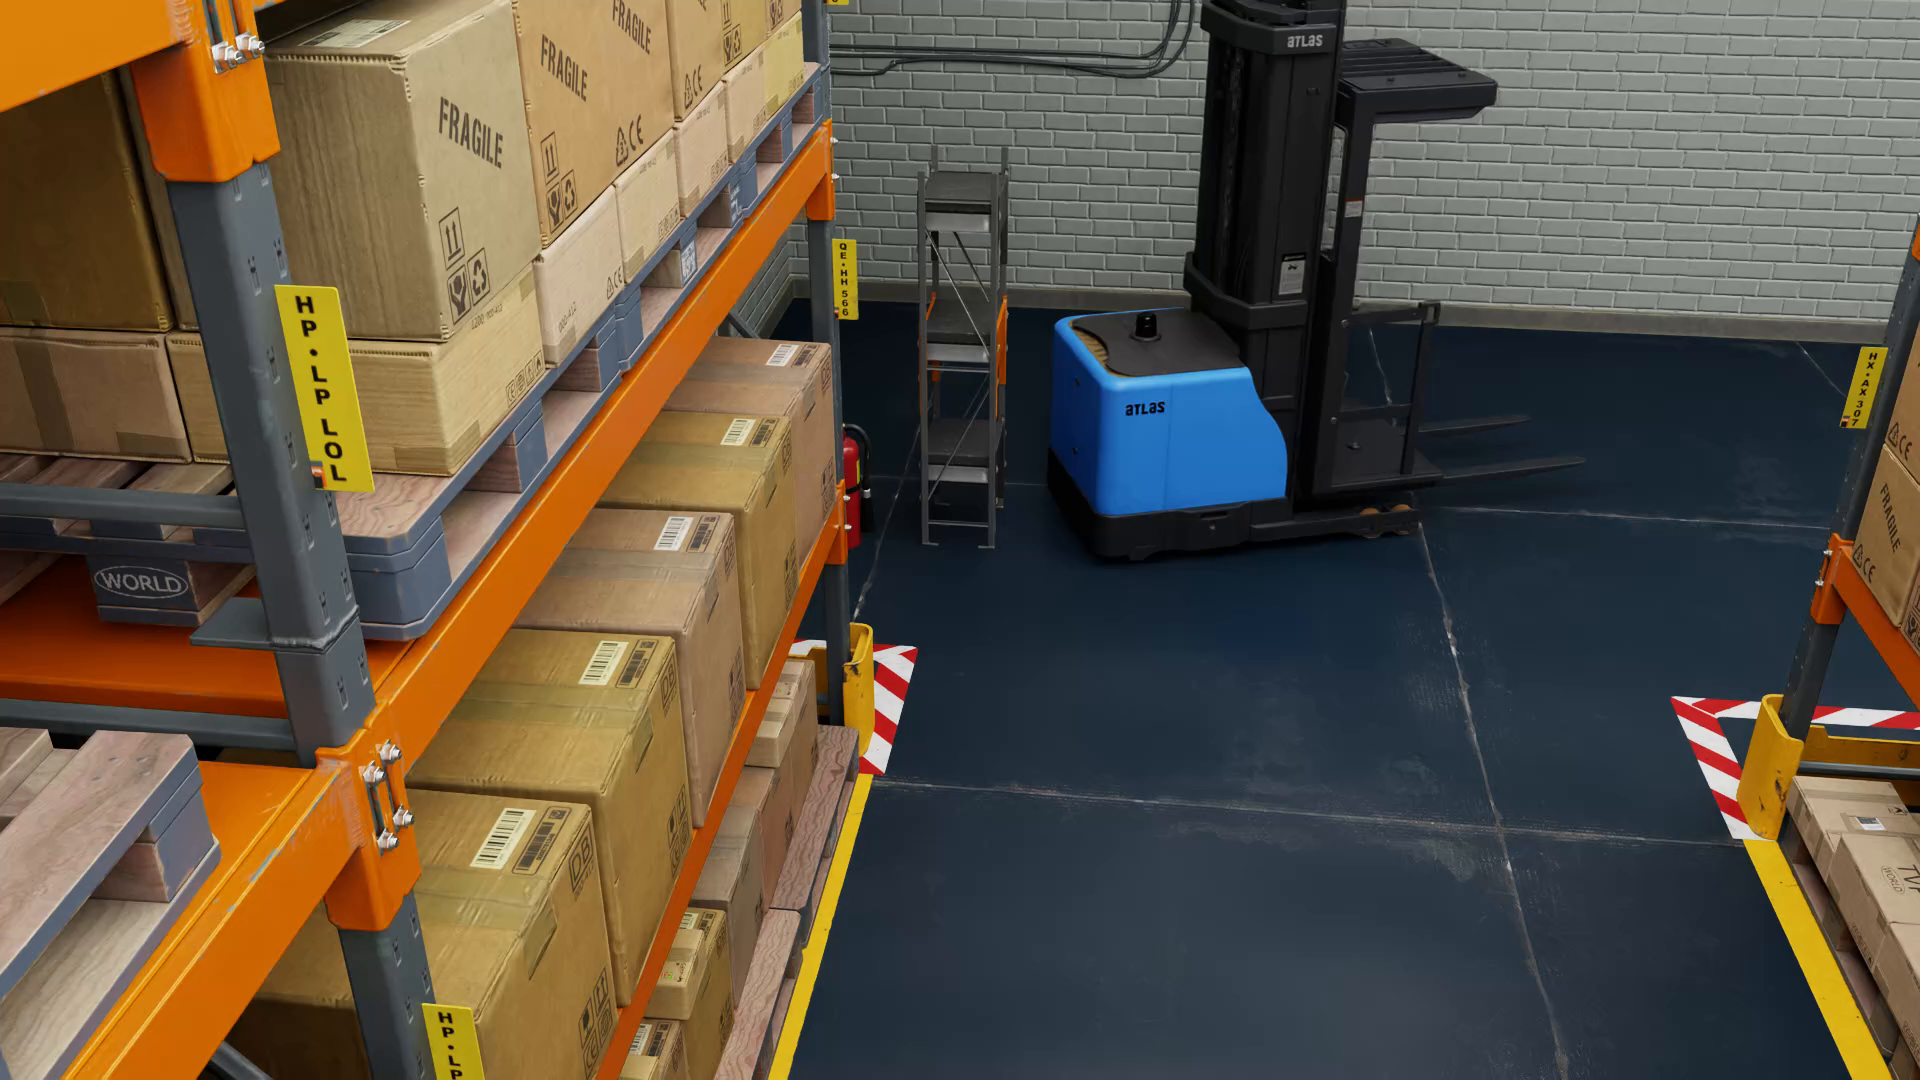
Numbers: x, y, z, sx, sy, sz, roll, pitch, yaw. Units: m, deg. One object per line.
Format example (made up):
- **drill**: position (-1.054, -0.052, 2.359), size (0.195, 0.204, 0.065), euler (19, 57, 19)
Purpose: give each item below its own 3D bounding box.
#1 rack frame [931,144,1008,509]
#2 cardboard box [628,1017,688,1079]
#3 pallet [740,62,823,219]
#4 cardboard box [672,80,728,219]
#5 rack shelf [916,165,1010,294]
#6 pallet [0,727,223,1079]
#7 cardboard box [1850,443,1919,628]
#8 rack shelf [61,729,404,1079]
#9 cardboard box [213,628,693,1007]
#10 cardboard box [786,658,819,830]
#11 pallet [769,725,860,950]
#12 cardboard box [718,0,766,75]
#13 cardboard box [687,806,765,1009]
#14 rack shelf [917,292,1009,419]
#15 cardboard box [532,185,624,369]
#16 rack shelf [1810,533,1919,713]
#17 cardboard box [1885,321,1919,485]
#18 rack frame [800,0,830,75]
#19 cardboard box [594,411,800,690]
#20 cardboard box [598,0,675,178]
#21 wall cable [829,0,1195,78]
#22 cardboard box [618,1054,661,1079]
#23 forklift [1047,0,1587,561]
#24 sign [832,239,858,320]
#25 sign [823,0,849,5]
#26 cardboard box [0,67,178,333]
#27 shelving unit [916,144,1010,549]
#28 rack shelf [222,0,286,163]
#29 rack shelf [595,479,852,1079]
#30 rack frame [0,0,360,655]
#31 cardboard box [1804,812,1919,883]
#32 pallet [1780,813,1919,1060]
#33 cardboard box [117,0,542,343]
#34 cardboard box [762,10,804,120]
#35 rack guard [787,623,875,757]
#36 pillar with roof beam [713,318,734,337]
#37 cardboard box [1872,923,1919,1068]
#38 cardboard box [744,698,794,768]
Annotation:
- **rack frame**: position (0.050, -1.117, 9.110), size (0.400, 2.100, 0.015), euler (3, 28, 6)
- **cardboard box**: position (-1.221, 1.774, 4.988), size (0.700, 0.500, 0.500), euler (3, 28, 6)
- **pallet**: position (-1.069, -1.374, 5.569), size (1.003, 0.211, 1.213), euler (3, 28, 6)
- **cardboard box**: position (-0.937, -1.075, 4.531), size (0.500, 0.250, 0.500), euler (3, 28, 5)
- **rack shelf**: position (0.020, -1.607, 8.571), size (0.431, 0.518, 0.480), euler (3, 28, 6)
- **pallet**: position (-1.542, 0.639, 1.941), size (0.805, 0.209, 1.217), euler (2, 28, 4)
- **cardboard box**: position (3.612, -0.007, 5.994), size (0.500, 0.500, 0.500), euler (4, 29, 7)
- **rack shelf**: position (-1.724, 1.378, 1.125), size (1.077, 0.370, 4.000), euler (3, 28, 6)
- **cardboard box**: position (-1.301, 0.711, 4.452), size (0.980, 0.700, 0.700), euler (3, 28, 5)
- **cardboard box**: position (-0.975, 0.809, 6.779), size (0.700, 0.500, 0.500), euler (3, 28, 6)
- **pallet**: position (-1.009, 1.166, 6.863), size (1.003, 0.211, 1.213), euler (3, 28, 6)
- **cardboard box**: position (-0.880, -1.661, 4.826), size (0.500, 0.500, 0.500), euler (4, 29, 8)
- **cardboard box**: position (-1.098, 1.281, 5.903), size (0.700, 0.500, 0.500), euler (2, 28, 5)
- **rack shelf**: position (0.020, -0.990, 8.903), size (0.431, 0.518, 0.480), euler (3, 28, 6)
- **cardboard box**: position (-1.056, -0.592, 3.633), size (0.500, 0.250, 0.500), euler (3, 28, 5)
- **rack shelf**: position (3.683, 1.102, 4.800), size (1.077, 0.370, 4.000), euler (3, 28, 6)
- **cardboard box**: position (3.612, -0.447, 5.757), size (0.500, 0.500, 0.500), euler (4, 29, 8)
- **rack frame**: position (-0.989, -3.083, 5.486), size (1.000, 3.000, 0.127), euler (3, 28, 6)
- **cardboard box**: position (-1.119, 0.009, 5.754), size (0.980, 0.700, 0.700), euler (3, 28, 6)
- **cardboard box**: position (-1.001, -1.167, 3.911), size (0.500, 0.500, 0.500), euler (4, 29, 7)
- **wall cable**: position (0.059, -4.358, 11.125), size (3.097, 2.526, 0.112), euler (3, 28, 6)
- **cardboard box**: position (-1.062, 1.574, 4.675), size (0.380, 0.149, 0.250), euler (4, 29, 8)
- **forklift**: position (2.084, -1.536, 9.010), size (3.031, 2.935, 1.130), euler (-7, 29, -12)
- **sign**: position (-0.452, -1.018, 6.507), size (0.100, 0.325, 0.005), euler (3, 28, 6)
- **sign**: position (-0.452, -2.080, 5.935), size (0.100, 0.325, 0.005), euler (3, 28, 6)
- **cardboard box**: position (-1.625, -0.715, 3.072), size (0.500, 0.500, 0.500), euler (3, 28, 6)
- **shelving unit**: position (0.020, -1.002, 8.897), size (0.431, 2.100, 0.503), euler (3, 28, 6)
- **rack shelf**: position (-1.234, -1.649, 4.004), size (1.077, 0.370, 4.000), euler (3, 28, 6)
- **rack shelf**: position (-1.234, 0.816, 5.332), size (1.077, 0.370, 4.000), euler (3, 28, 6)
- **rack frame**: position (-1.479, -1.201, 1.991), size (1.000, 3.000, 0.127), euler (3, 28, 6)
- **cardboard box**: position (3.505, 1.192, 6.398), size (0.380, 0.166, 0.250), euler (3, 28, 6)
- **pallet**: position (3.822, 1.483, 6.276), size (1.003, 0.211, 1.213), euler (3, 28, 6)
- **cardboard box**: position (-1.113, -0.692, 3.029), size (0.500, 0.500, 0.500), euler (3, 28, 6)
- **cardboard box**: position (-0.815, -1.566, 5.441), size (0.500, 0.250, 0.500), euler (4, 29, 8)
- **rack guard**: position (-0.986, 0.647, 7.522), size (1.175, 0.500, 0.348), euler (3, 28, 6)
- **pillar with roof beam**: position (2.756, -4.154, 7.474), size (9.100, 9.000, 0.400), euler (3, 28, 6)
- **cardboard box**: position (3.457, 1.571, 5.607), size (0.500, 0.250, 0.500), euler (3, 28, 6)
- **cardboard box**: position (-0.841, 0.714, 6.270), size (0.380, 0.149, 0.250), euler (4, 29, 8)
